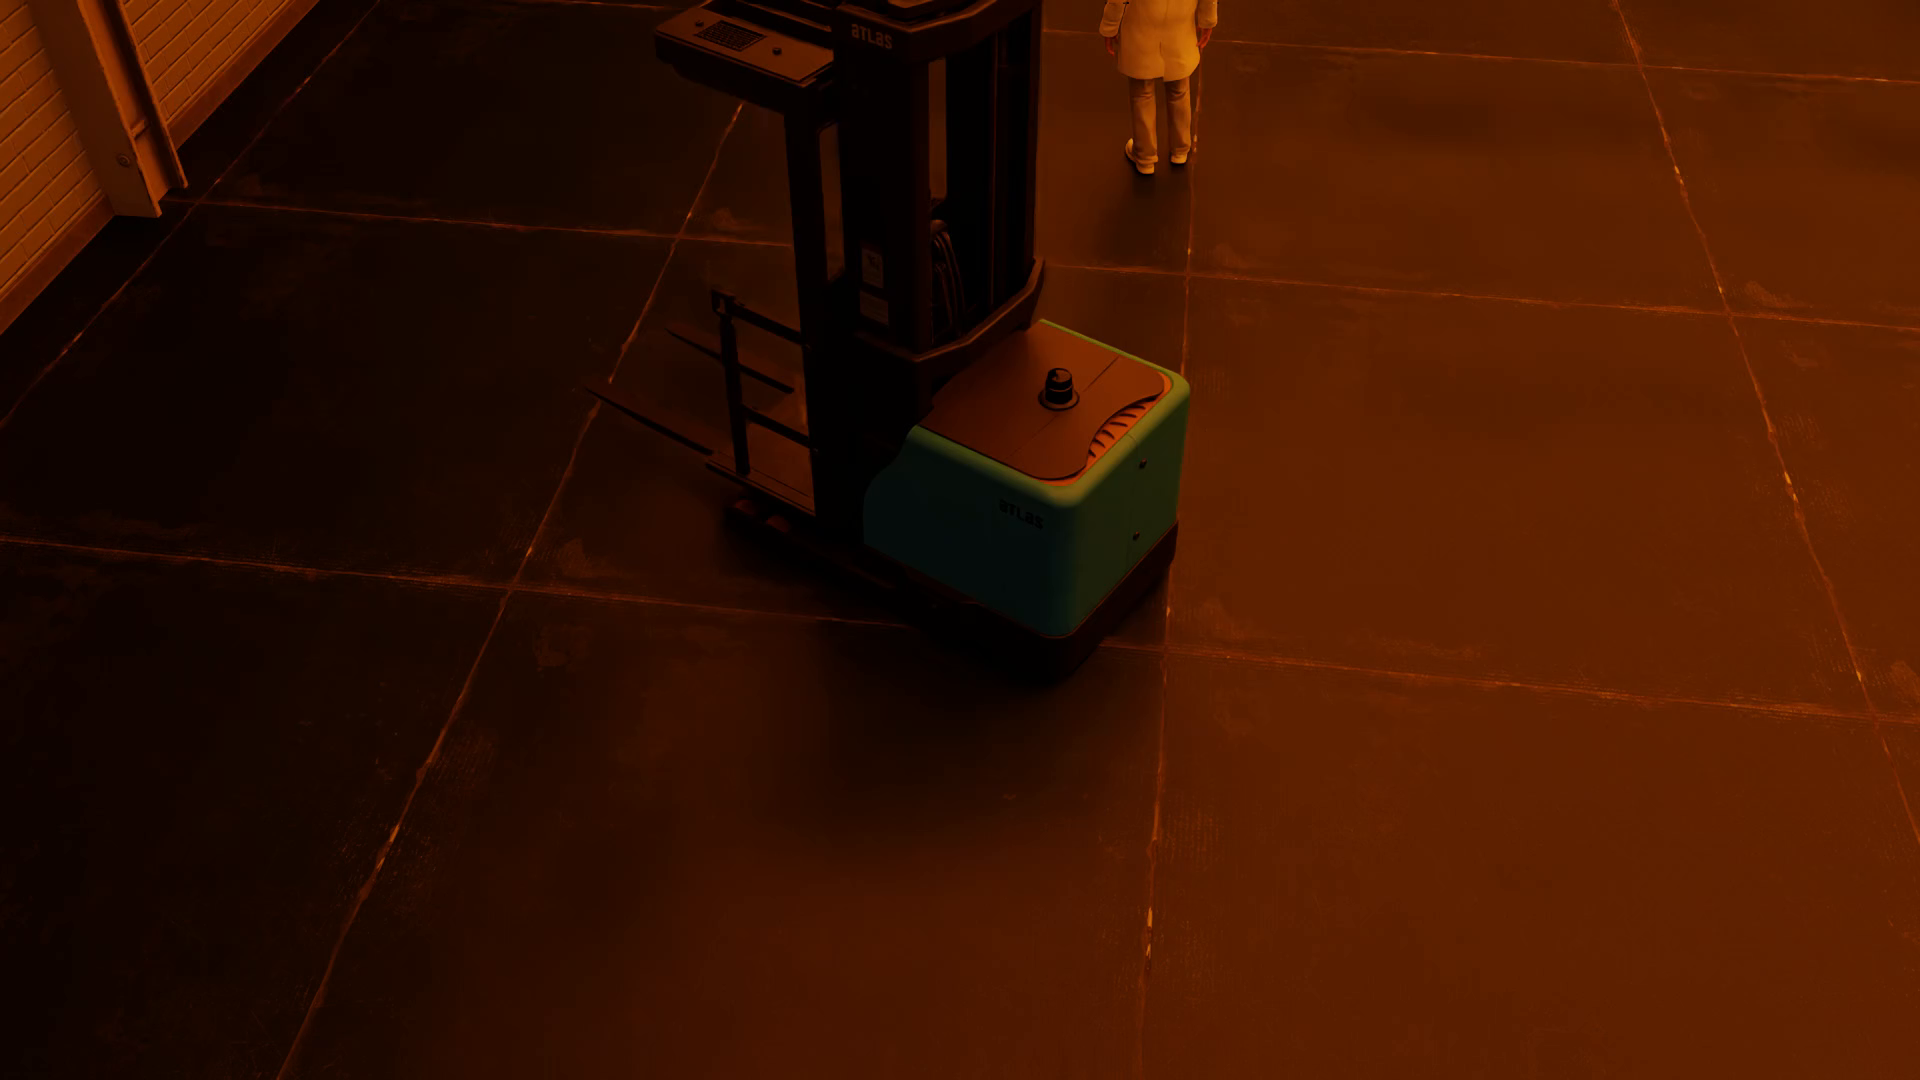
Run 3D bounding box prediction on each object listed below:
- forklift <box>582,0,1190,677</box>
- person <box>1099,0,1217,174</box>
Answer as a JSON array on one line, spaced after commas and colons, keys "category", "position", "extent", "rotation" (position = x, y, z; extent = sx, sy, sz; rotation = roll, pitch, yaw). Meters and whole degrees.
[{"category": "forklift", "position": [-0.498, -1.294, 7.133], "extent": [3.031, 2.935, 1.130], "rotation": [26, 49, 26]}, {"category": "person", "position": [1.164, -3.046, 9.882], "extent": [0.694, 1.776, 0.581], "rotation": [-2, 43, -2]}]
